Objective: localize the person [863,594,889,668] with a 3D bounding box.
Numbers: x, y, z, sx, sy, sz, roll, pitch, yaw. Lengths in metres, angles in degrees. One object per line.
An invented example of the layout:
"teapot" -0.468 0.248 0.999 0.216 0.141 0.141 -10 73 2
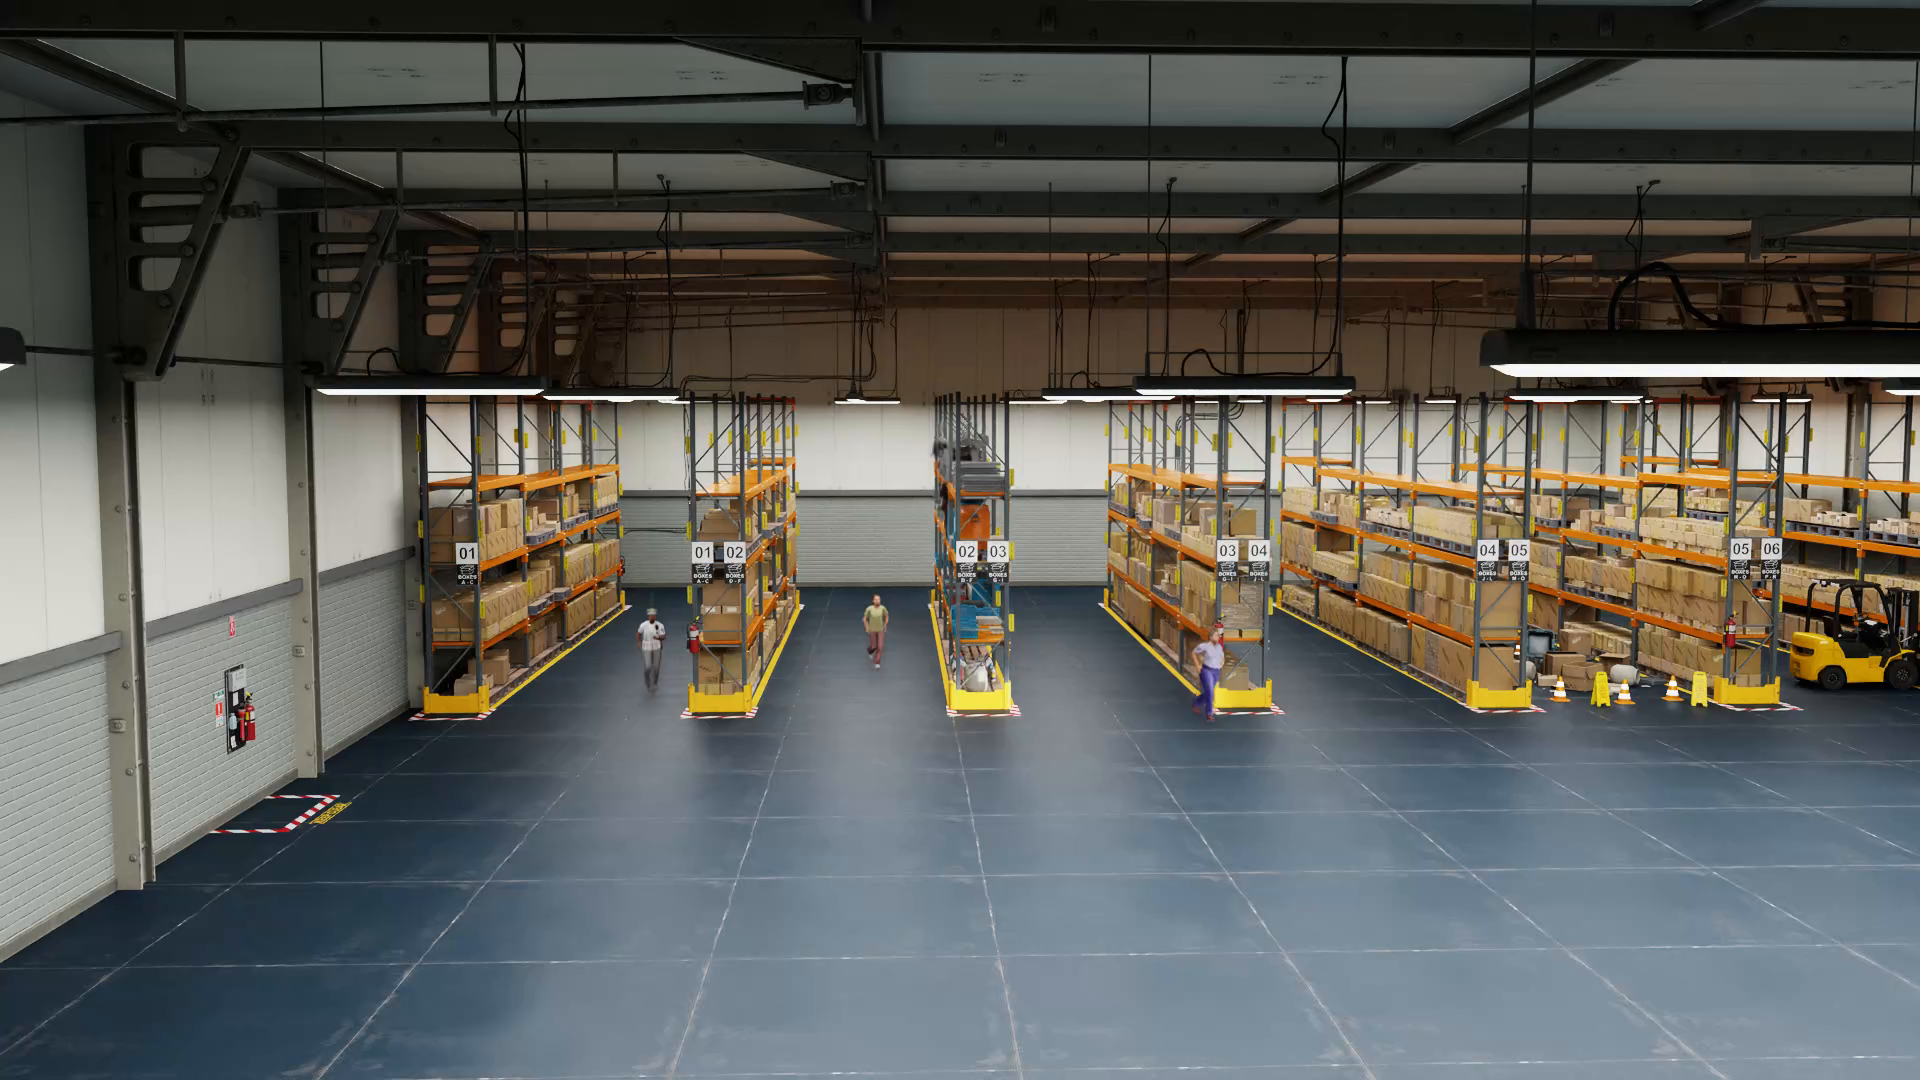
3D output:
"person" -1.852 1.986 36.634 0.569 1.621 0.622 -1 5 -13

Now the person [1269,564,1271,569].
"person" 8.709 1.058 48.985 0.774 1.526 0.716 0 5 0

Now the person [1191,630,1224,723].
"person" 4.577 2.497 30.570 0.631 1.677 0.825 -3 6 -34

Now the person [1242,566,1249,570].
"person" 7.947 1.110 47.863 0.766 1.655 0.565 3 6 35

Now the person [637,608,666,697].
"person" -6.138 2.226 33.116 0.547 1.756 0.759 -1 5 -15
